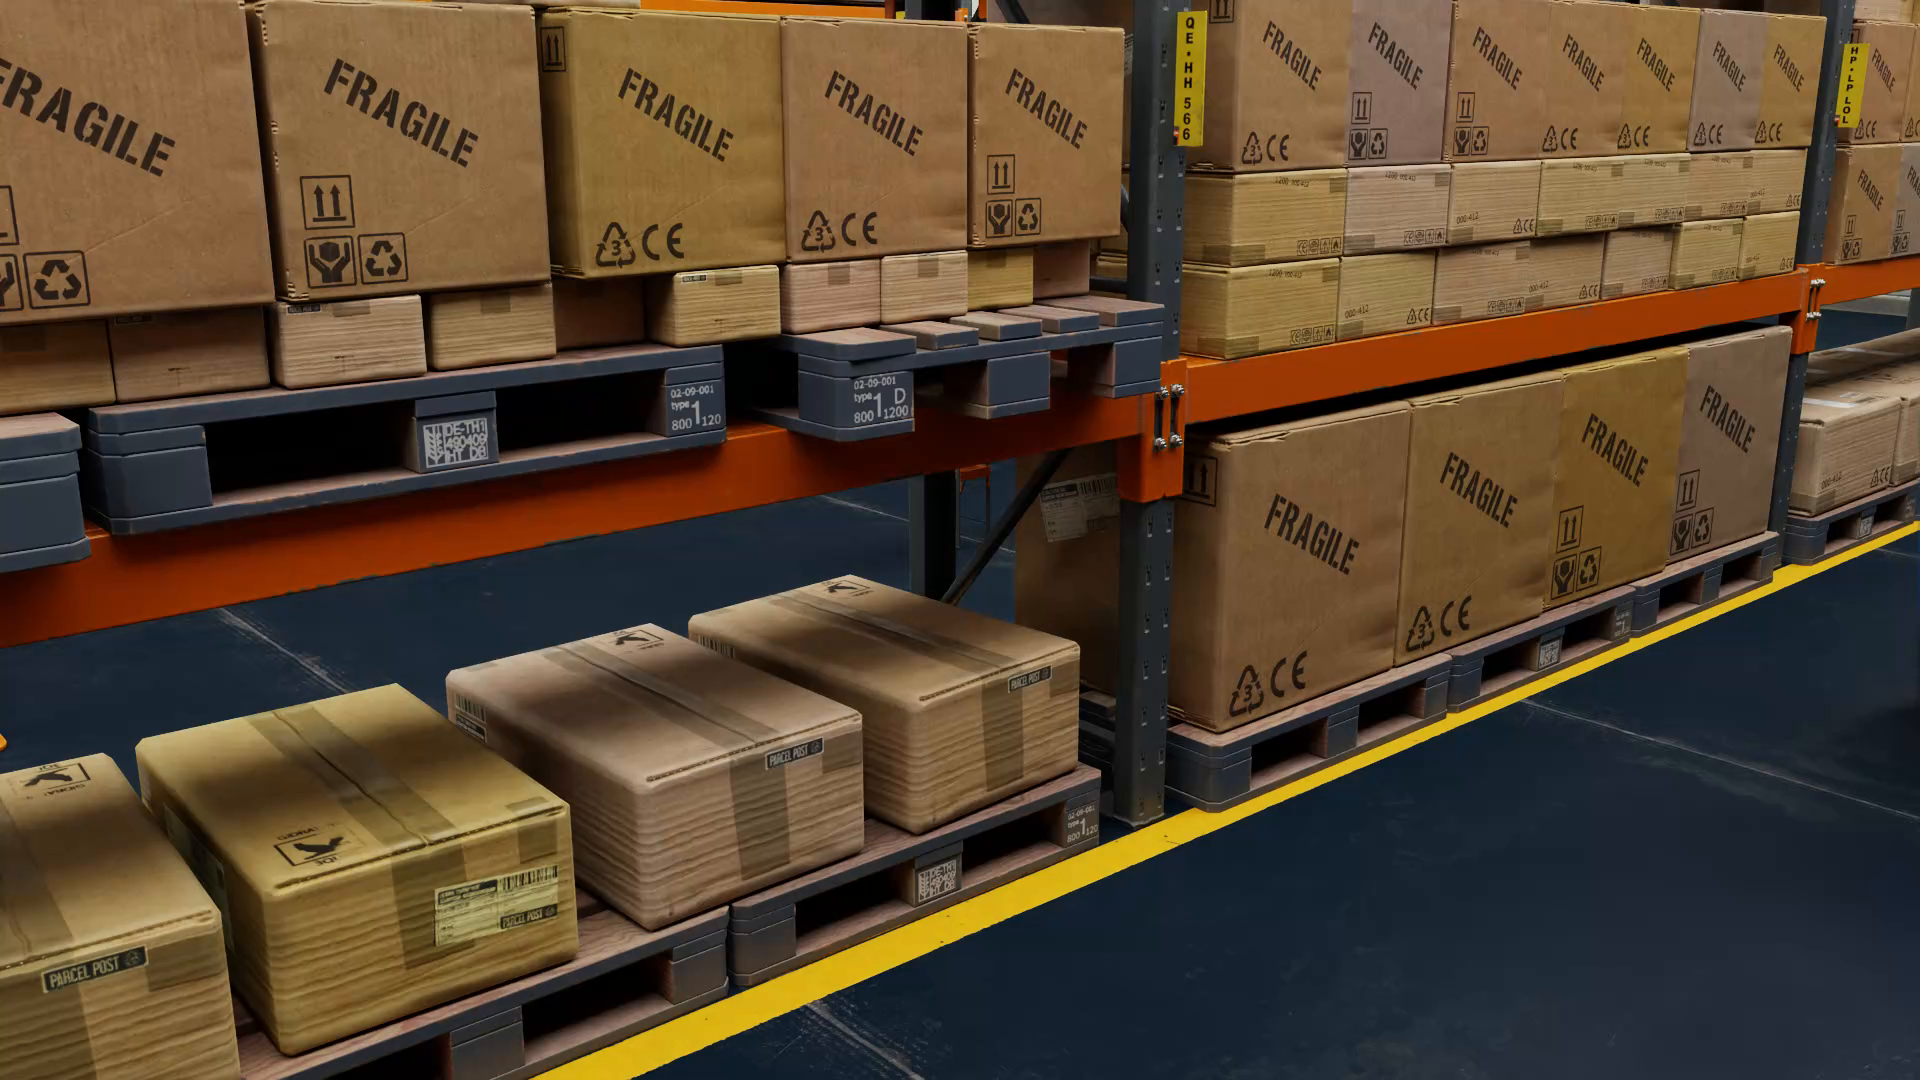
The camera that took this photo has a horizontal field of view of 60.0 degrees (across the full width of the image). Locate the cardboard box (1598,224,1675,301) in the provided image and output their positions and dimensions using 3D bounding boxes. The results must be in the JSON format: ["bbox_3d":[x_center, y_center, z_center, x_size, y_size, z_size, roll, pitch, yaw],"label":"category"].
[{"bbox_3d":[2.277,-1.050,6.158,0.500,0.250,0.500,-13,20,-41],"label":"cardboard box"}]

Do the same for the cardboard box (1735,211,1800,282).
[{"bbox_3d":[3.055,-1.217,6.786,0.500,0.250,0.500,-13,20,-41],"label":"cardboard box"}]

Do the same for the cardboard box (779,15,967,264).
[{"bbox_3d":[-0.332,-0.911,3.766,0.500,0.500,0.500,-13,20,-40],"label":"cardboard box"}]

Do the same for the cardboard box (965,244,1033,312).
[{"bbox_3d":[-0.037,-0.658,4.074,0.250,0.149,0.380,-12,19,-39],"label":"cardboard box"}]

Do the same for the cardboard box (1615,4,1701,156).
[{"bbox_3d":[2.275,-1.651,5.986,0.500,0.500,0.500,-12,19,-38],"label":"cardboard box"}]

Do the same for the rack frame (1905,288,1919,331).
[{"bbox_3d":[6.246,-2.093,9.772,0.127,3.000,1.000,-13,19,-39],"label":"rack frame"}]

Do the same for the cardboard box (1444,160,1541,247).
[{"bbox_3d":[1.530,-1.114,5.428,0.500,0.250,0.500,-13,20,-40],"label":"cardboard box"}]

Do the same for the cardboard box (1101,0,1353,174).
[{"bbox_3d":[0.743,-1.305,4.691,0.500,0.500,0.500,-14,20,-41],"label":"cardboard box"}]

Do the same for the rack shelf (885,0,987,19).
[{"bbox_3d":[-1.606,-3.124,9.216,4.000,0.370,1.077,-13,19,-39],"label":"rack shelf"}]

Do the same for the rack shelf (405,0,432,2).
[{"bbox_3d":[-4.786,-4.107,12.895,4.000,0.370,1.077,-13,19,-39],"label":"rack shelf"}]

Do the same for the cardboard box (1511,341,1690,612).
[{"bbox_3d":[2.137,-0.316,6.425,0.875,0.875,0.875,-12,19,-38],"label":"cardboard box"}]

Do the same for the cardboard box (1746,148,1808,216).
[{"bbox_3d":[3.055,-1.462,6.733,0.500,0.250,0.500,-13,20,-39],"label":"cardboard box"}]

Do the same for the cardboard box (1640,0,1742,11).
[{"bbox_3d":[3.252,-2.374,7.437,0.250,0.149,0.380,-13,20,-40],"label":"cardboard box"}]

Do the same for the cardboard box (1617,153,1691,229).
[{"bbox_3d":[2.296,-1.287,6.078,0.500,0.250,0.500,-12,19,-38],"label":"cardboard box"}]

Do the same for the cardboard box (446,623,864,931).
[{"bbox_3d":[-0.773,0.550,4.158,0.625,0.372,0.950,-13,20,-40],"label":"cardboard box"}]

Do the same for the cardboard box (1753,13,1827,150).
[{"bbox_3d":[3.056,-1.822,6.627,0.500,0.500,0.500,-12,19,-38],"label":"cardboard box"}]

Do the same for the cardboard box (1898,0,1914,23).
[{"bbox_3d":[3.985,-2.361,7.387,0.250,0.149,0.380,-13,20,-40],"label":"cardboard box"}]

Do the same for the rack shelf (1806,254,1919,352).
[{"bbox_3d":[4.737,-1.406,8.596,4.000,0.370,1.077,-13,19,-39],"label":"rack shelf"}]

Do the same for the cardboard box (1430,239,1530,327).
[{"bbox_3d":[1.520,-0.877,5.511,0.500,0.250,0.500,-12,19,-38],"label":"cardboard box"}]

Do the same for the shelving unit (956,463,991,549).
[{"bbox_3d":[-0.011,-0.577,7.586,0.189,1.200,0.258,-13,19,-39],"label":"shelving unit"}]

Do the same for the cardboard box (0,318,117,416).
[{"bbox_3d":[-1.603,-0.312,2.780,0.250,0.149,0.380,-12,19,-39],"label":"cardboard box"}]

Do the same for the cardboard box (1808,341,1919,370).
[{"bbox_3d":[5.129,-0.770,8.970,0.875,0.438,0.875,-12,19,-38],"label":"cardboard box"}]

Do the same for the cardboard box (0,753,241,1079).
[{"bbox_3d":[-1.873,0.795,3.239,0.625,0.372,0.950,-11,19,-36],"label":"cardboard box"}]

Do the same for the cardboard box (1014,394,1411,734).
[{"bbox_3d":[0.786,-0.015,5.296,0.875,0.875,0.875,-13,20,-40],"label":"cardboard box"}]

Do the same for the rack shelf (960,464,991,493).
[{"bbox_3d":[-0.011,-0.302,7.659,0.180,0.103,0.258,-13,19,-39],"label":"rack shelf"}]

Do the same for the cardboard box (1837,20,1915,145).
[{"bbox_3d":[3.747,-1.980,7.218,0.500,0.500,0.500,-12,19,-39],"label":"cardboard box"}]

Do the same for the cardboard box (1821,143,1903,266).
[{"bbox_3d":[3.754,-1.492,7.329,0.500,0.500,0.500,-12,19,-38],"label":"cardboard box"}]

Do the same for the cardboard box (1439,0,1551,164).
[{"bbox_3d":[1.512,-1.475,5.329,0.500,0.500,0.500,-12,19,-38],"label":"cardboard box"}]

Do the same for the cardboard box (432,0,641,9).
[{"bbox_3d":[-0.838,-1.114,3.266,0.250,0.149,0.380,-14,20,-42],"label":"cardboard box"}]

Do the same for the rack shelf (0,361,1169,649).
[{"bbox_3d":[-1.298,-0.051,3.522,4.000,0.370,1.077,-13,19,-39],"label":"rack shelf"}]

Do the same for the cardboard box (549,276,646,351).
[{"bbox_3d":[-0.863,-0.498,3.476,0.250,0.149,0.380,-12,19,-39],"label":"cardboard box"}]

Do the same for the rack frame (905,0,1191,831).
[{"bbox_3d":[0.211,-0.737,4.698,0.127,3.000,1.000,-13,19,-39],"label":"rack frame"}]

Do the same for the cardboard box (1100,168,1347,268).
[{"bbox_3d":[0.755,-0.944,4.794,0.500,0.250,0.500,-13,20,-40],"label":"cardboard box"}]

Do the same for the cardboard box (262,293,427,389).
[{"bbox_3d":[-1.181,-0.389,3.066,0.250,0.149,0.380,-12,19,-37],"label":"cardboard box"}]

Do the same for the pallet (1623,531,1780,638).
[{"bbox_3d":[2.696,0.078,7.050,1.213,0.211,1.003,-13,19,-39],"label":"pallet"}]

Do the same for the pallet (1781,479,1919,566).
[{"bbox_3d":[3.853,-0.181,8.020,1.213,0.211,1.003,-13,19,-39],"label":"pallet"}]

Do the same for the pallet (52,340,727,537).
[{"bbox_3d":[-1.256,-0.301,3.438,1.213,0.211,1.003,-13,19,-39],"label":"pallet"}]

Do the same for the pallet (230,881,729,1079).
[{"bbox_3d":[-1.300,0.948,3.794,1.213,0.211,1.003,-13,19,-39],"label":"pallet"}]

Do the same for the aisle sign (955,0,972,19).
[{"bbox_3d":[-0.008,-5.232,16.486,0.004,0.787,0.394,-13,19,-39],"label":"aisle sign"}]

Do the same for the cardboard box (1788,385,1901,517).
[{"bbox_3d":[3.772,-0.465,7.831,0.875,0.438,0.875,-13,20,-40],"label":"cardboard box"}]

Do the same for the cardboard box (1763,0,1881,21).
[{"bbox_3d":[3.637,-2.263,7.020,0.250,0.149,0.380,-13,20,-40],"label":"cardboard box"}]

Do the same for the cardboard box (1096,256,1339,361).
[{"bbox_3d":[0.745,-0.699,4.844,0.500,0.250,0.500,-13,20,-40],"label":"cardboard box"}]

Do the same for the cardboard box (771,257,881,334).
[{"bbox_3d":[-0.393,-0.566,3.728,0.250,0.149,0.380,-14,20,-42],"label":"cardboard box"}]

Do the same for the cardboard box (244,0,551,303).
[{"bbox_3d":[-1.125,-0.733,3.099,0.500,0.500,0.500,-14,20,-42],"label":"cardboard box"}]

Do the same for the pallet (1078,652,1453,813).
[{"bbox_3d":[0.855,0.491,5.503,1.213,0.211,1.003,-13,19,-39],"label":"pallet"}]

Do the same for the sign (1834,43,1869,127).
[{"bbox_3d":[3.592,-1.832,6.706,0.005,0.325,0.100,-13,19,-39],"label":"sign"}]

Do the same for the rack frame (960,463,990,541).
[{"bbox_3d":[0.058,-0.593,7.644,0.006,1.200,0.240,-13,19,-39],"label":"rack frame"}]

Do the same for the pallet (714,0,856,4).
[{"bbox_3d":[-1.733,-5.093,15.363,1.213,0.211,1.003,-13,19,-39],"label":"pallet"}]
